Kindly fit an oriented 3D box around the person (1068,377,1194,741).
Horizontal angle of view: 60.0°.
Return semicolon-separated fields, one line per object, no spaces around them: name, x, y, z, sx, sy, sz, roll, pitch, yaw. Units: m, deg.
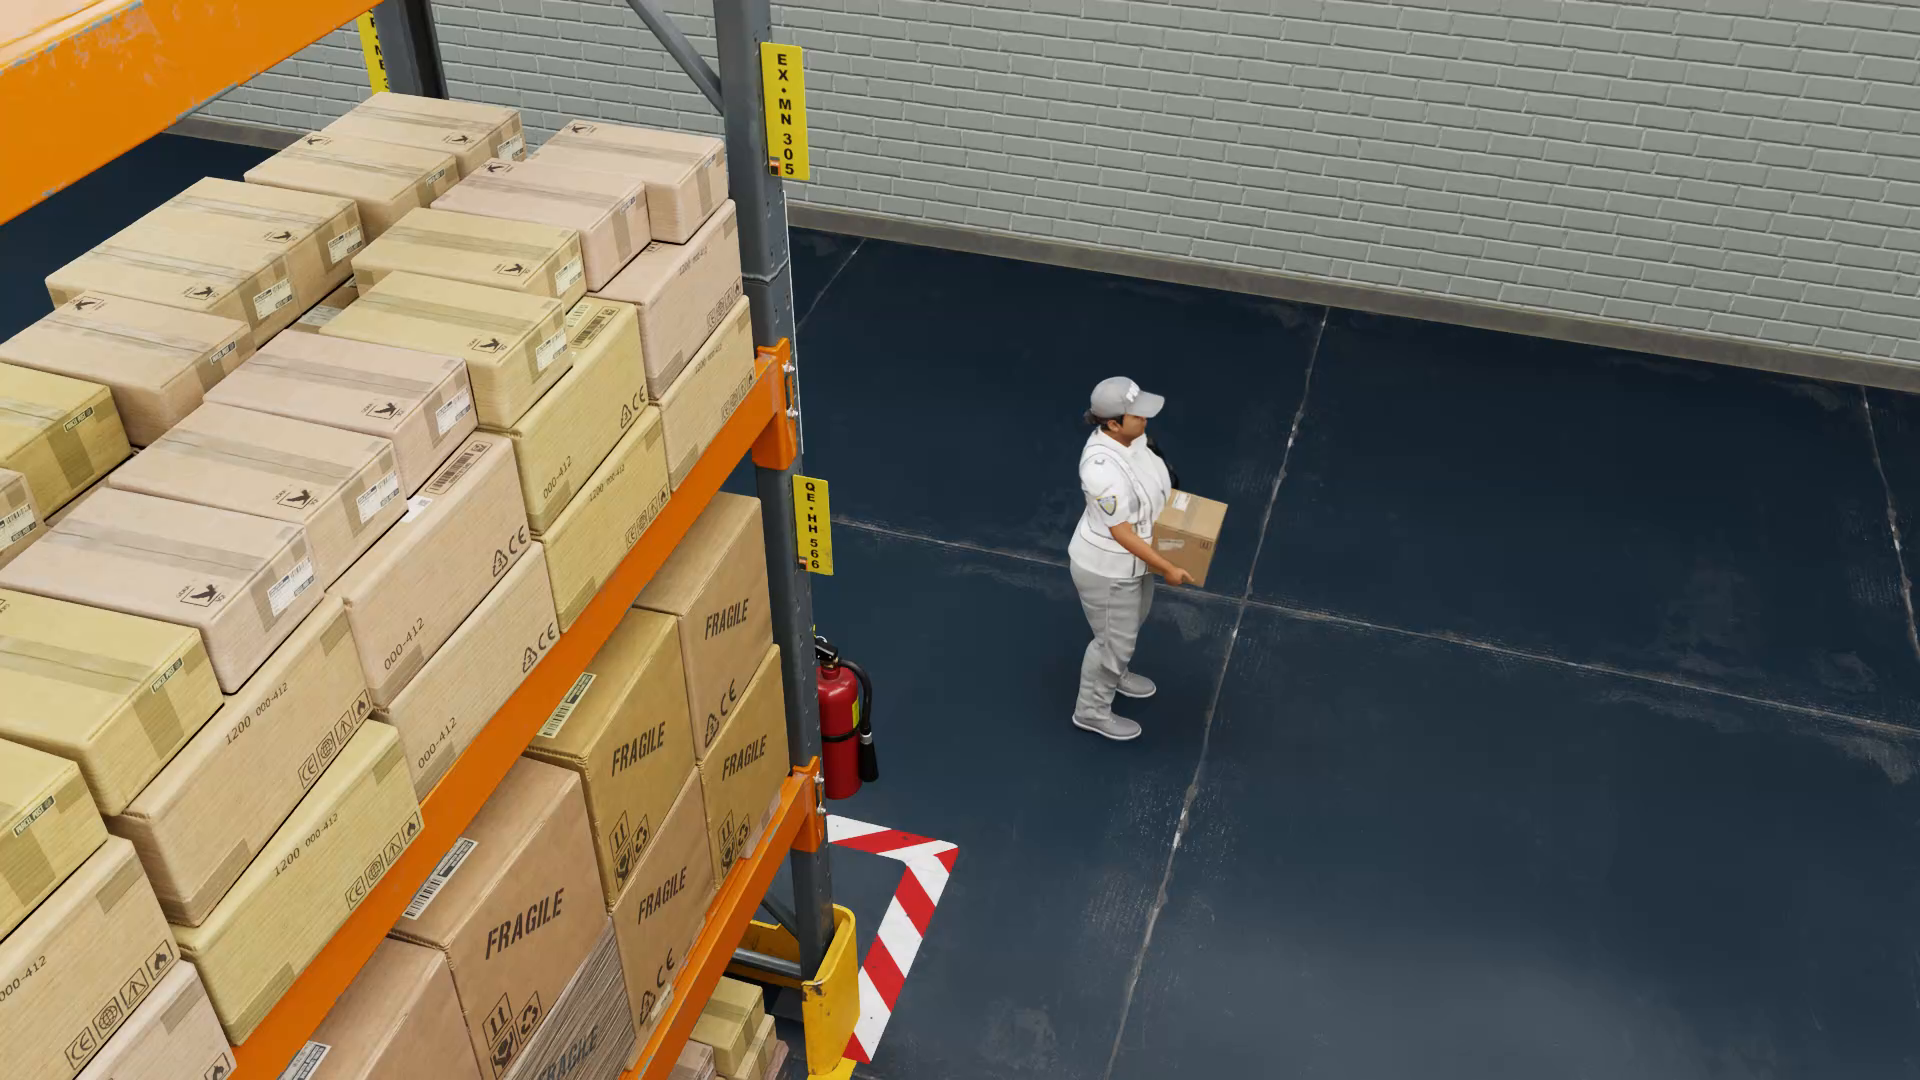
person;0.727;0.082;6.790;0.517;1.655;0.454;12;39;15
